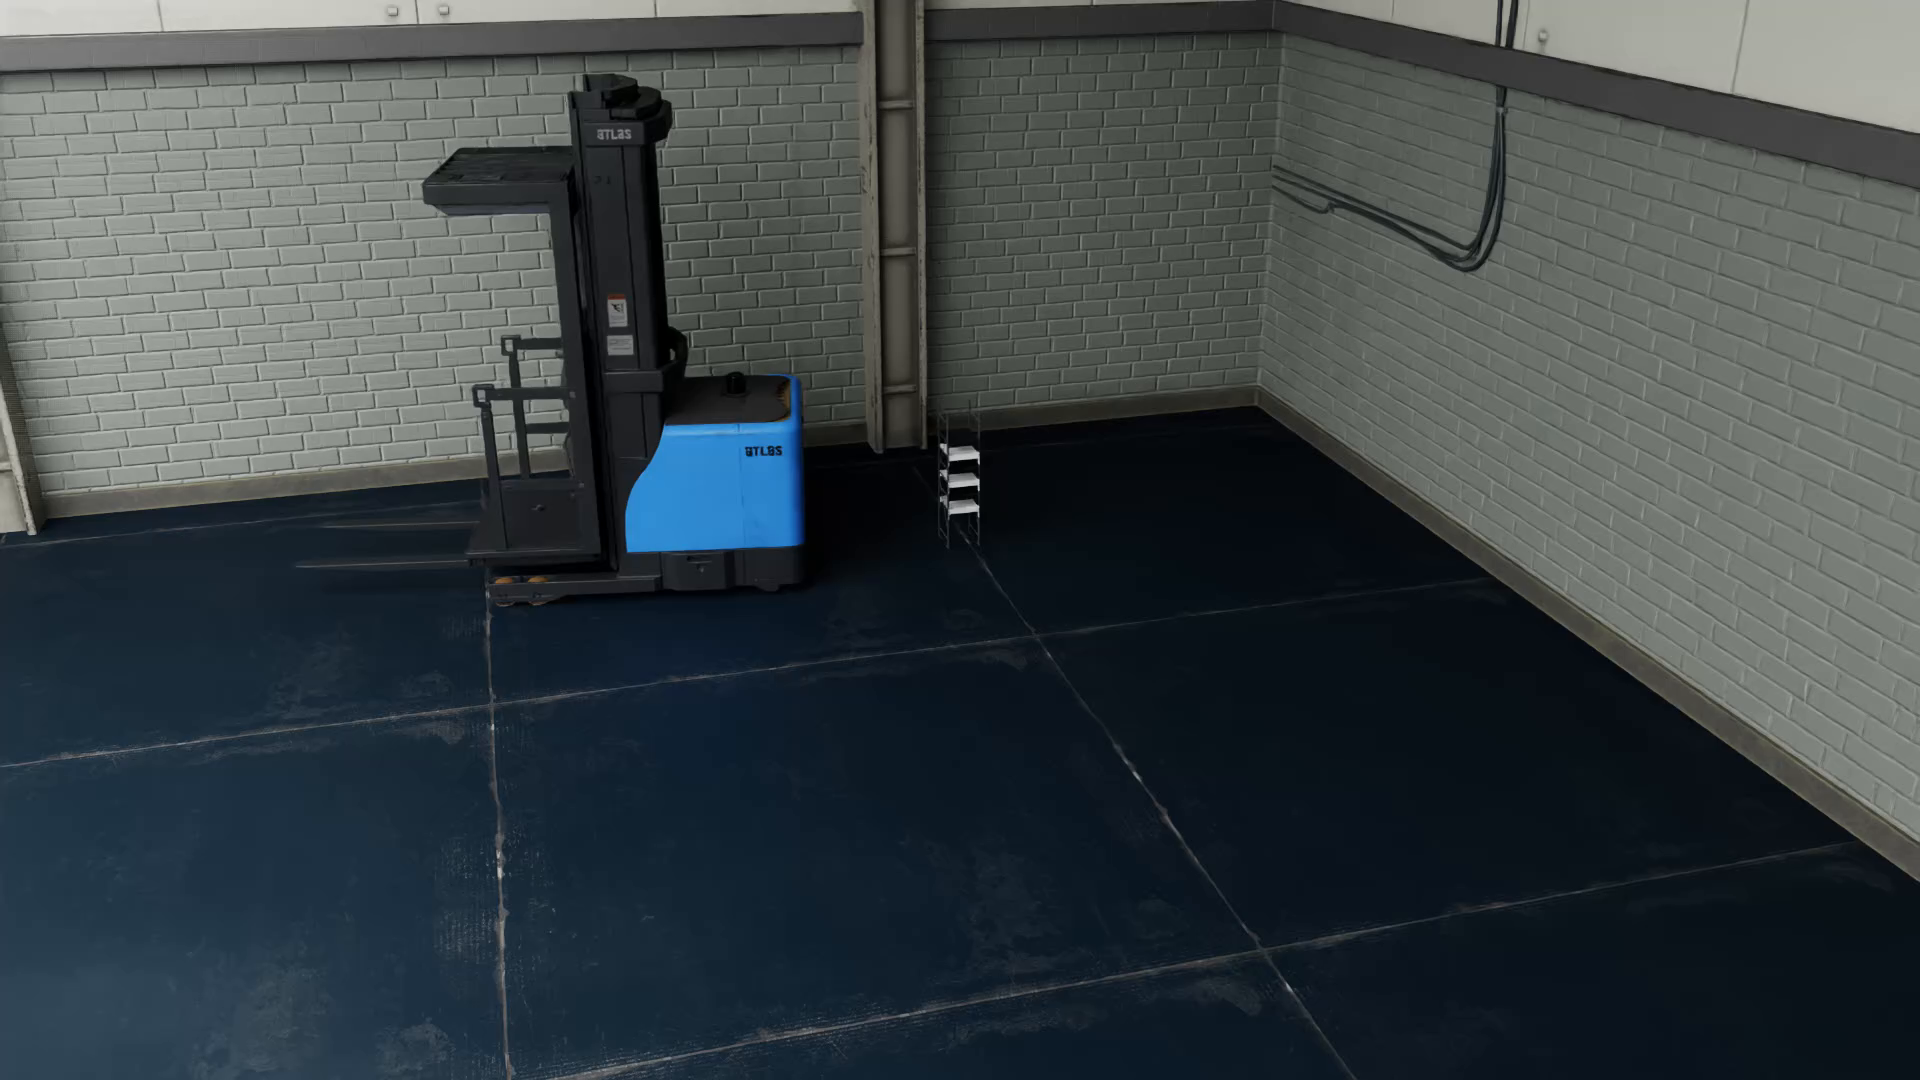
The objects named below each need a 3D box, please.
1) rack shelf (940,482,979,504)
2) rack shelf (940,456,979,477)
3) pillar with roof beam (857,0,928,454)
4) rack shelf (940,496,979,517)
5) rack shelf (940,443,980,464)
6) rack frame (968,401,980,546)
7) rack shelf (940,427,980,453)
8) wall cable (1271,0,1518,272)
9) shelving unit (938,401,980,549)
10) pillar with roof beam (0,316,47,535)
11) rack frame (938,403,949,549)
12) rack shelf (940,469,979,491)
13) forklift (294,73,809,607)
[{"bbox_3d":[-0.008,-0.299,10.619,0.200,0.077,0.258,-6,24,-14],"label":"rack shelf"},{"bbox_3d":[-0.008,-0.465,10.548,0.200,0.077,0.258,-6,24,-14],"label":"rack shelf"},{"bbox_3d":[0.695,-3.215,6.831,0.400,9.000,9.100,-6,24,-14],"label":"pillar with roof beam"},{"bbox_3d":[-0.008,-0.217,10.655,0.200,0.077,0.258,-6,24,-14],"label":"rack shelf"},{"bbox_3d":[-0.008,-0.547,10.513,0.200,0.077,0.258,-6,24,-14],"label":"rack shelf"},{"bbox_3d":[0.090,-0.424,10.596,0.006,0.900,0.240,-6,24,-14],"label":"rack frame"},{"bbox_3d":[-0.008,-0.630,10.477,0.200,0.077,0.258,-6,24,-14],"label":"rack shelf"},{"bbox_3d":[2.725,-3.234,10.814,0.112,2.526,3.097,-6,24,-14],"label":"wall cable"},{"bbox_3d":[-0.008,-0.413,10.571,0.210,0.900,0.258,-6,24,-14],"label":"shelving unit"},{"bbox_3d":[-5.082,-2.576,5.342,0.400,9.000,9.100,-6,24,-14],"label":"pillar with roof beam"},{"bbox_3d":[-0.106,-0.402,10.545,0.006,0.900,0.240,-6,24,-14],"label":"rack frame"},{"bbox_3d":[-0.008,-0.382,10.584,0.200,0.077,0.258,-6,24,-14],"label":"rack shelf"},{"bbox_3d":[-2.458,-1.171,9.763,3.031,2.935,1.130,-2,23,-5],"label":"forklift"}]
